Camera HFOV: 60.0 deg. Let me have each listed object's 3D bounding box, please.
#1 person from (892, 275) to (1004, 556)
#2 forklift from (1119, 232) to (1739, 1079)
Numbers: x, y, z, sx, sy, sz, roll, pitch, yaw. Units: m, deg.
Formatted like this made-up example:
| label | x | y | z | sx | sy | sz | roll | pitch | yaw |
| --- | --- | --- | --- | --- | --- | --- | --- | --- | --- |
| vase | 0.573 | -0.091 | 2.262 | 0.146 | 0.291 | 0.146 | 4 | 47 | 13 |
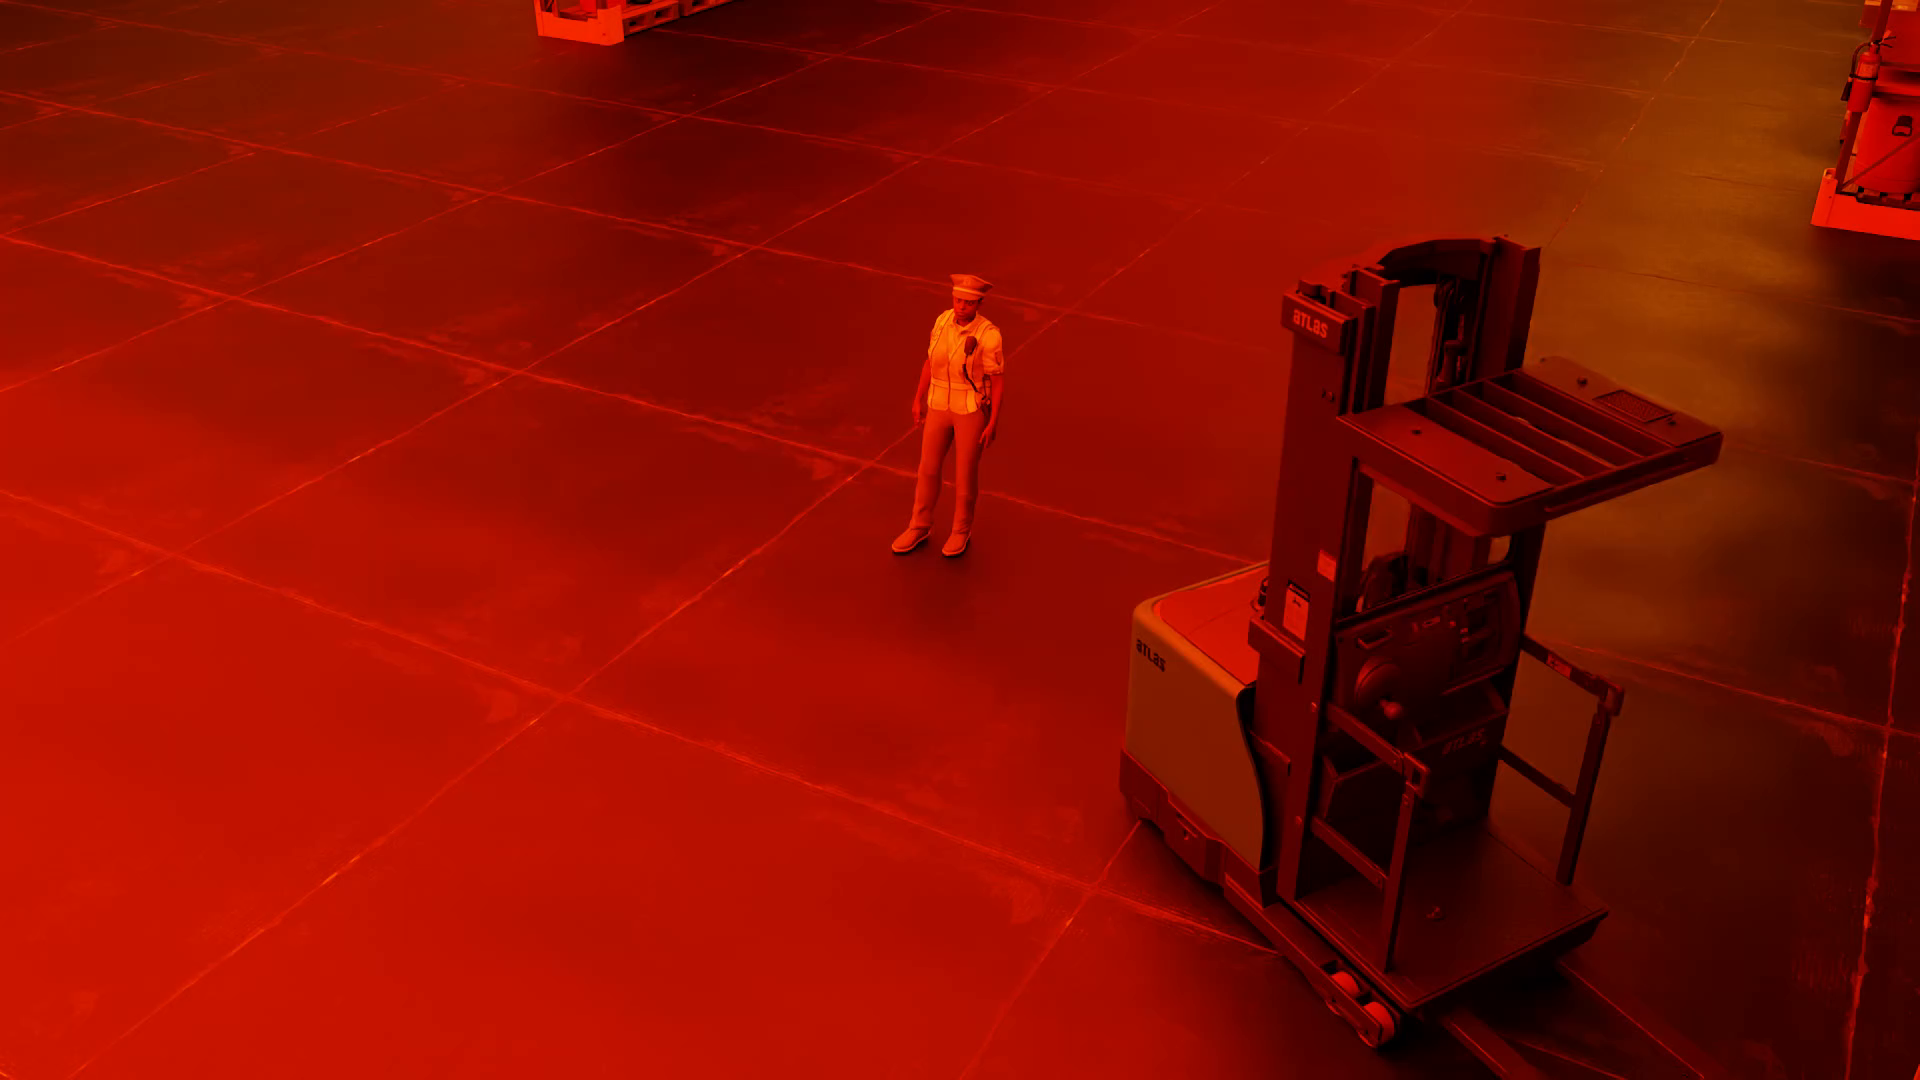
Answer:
| label | x | y | z | sx | sy | sz | roll | pitch | yaw |
| --- | --- | --- | --- | --- | --- | --- | --- | --- | --- |
| person | -0.053 | -0.712 | 9.527 | 0.570 | 1.697 | 0.528 | 15 | 33 | 25 |
| forklift | 1.923 | 0.458 | 6.277 | 1.130 | 2.935 | 3.031 | -16 | 34 | -26 |
